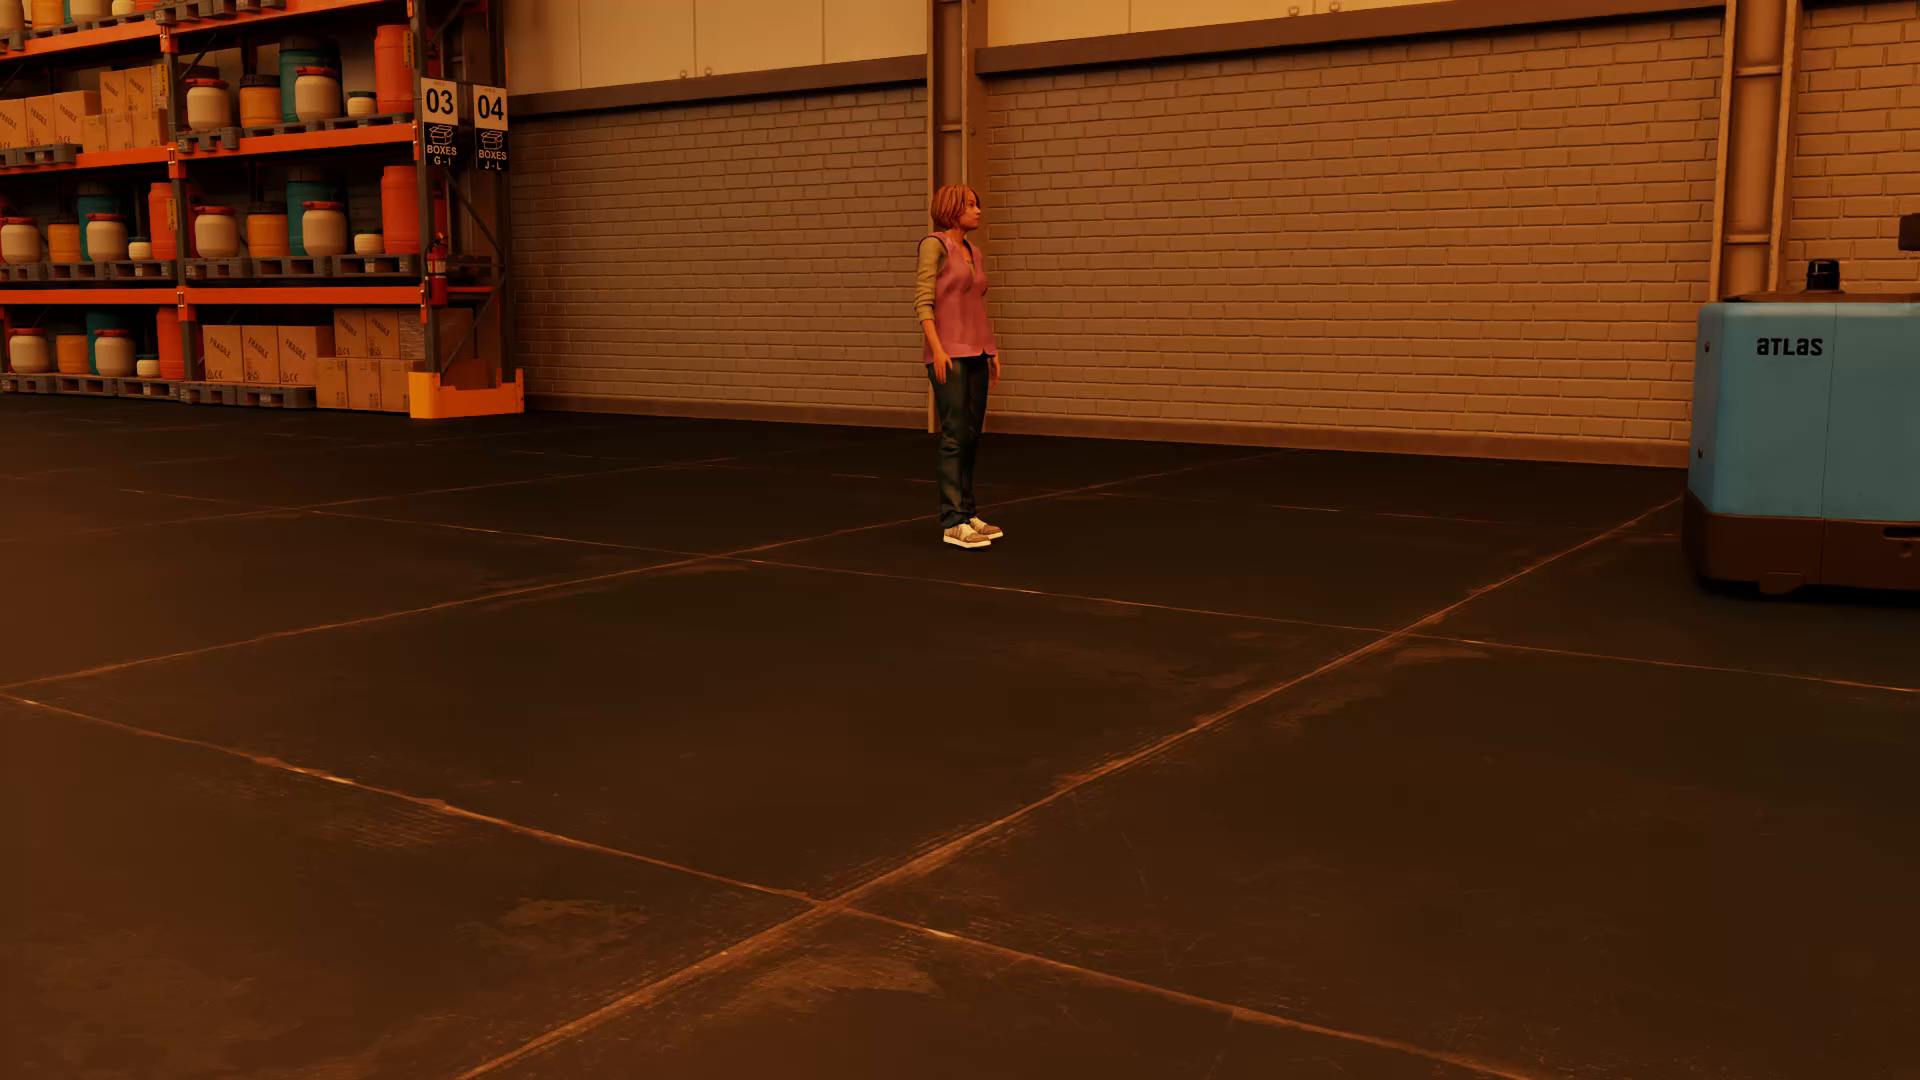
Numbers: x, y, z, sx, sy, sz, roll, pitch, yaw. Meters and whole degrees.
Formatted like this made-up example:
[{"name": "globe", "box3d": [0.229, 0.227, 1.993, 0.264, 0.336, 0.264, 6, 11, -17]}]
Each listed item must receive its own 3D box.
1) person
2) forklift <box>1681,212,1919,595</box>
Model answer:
[{"name": "person", "box3d": [0.053, -0.791, 7.438, 0.476, 1.597, 0.520, 5, 10, 34]}, {"name": "forklift", "box3d": [4.320, -1.237, 5.891, 3.031, 2.935, 1.130, 3, 9, 18]}]
